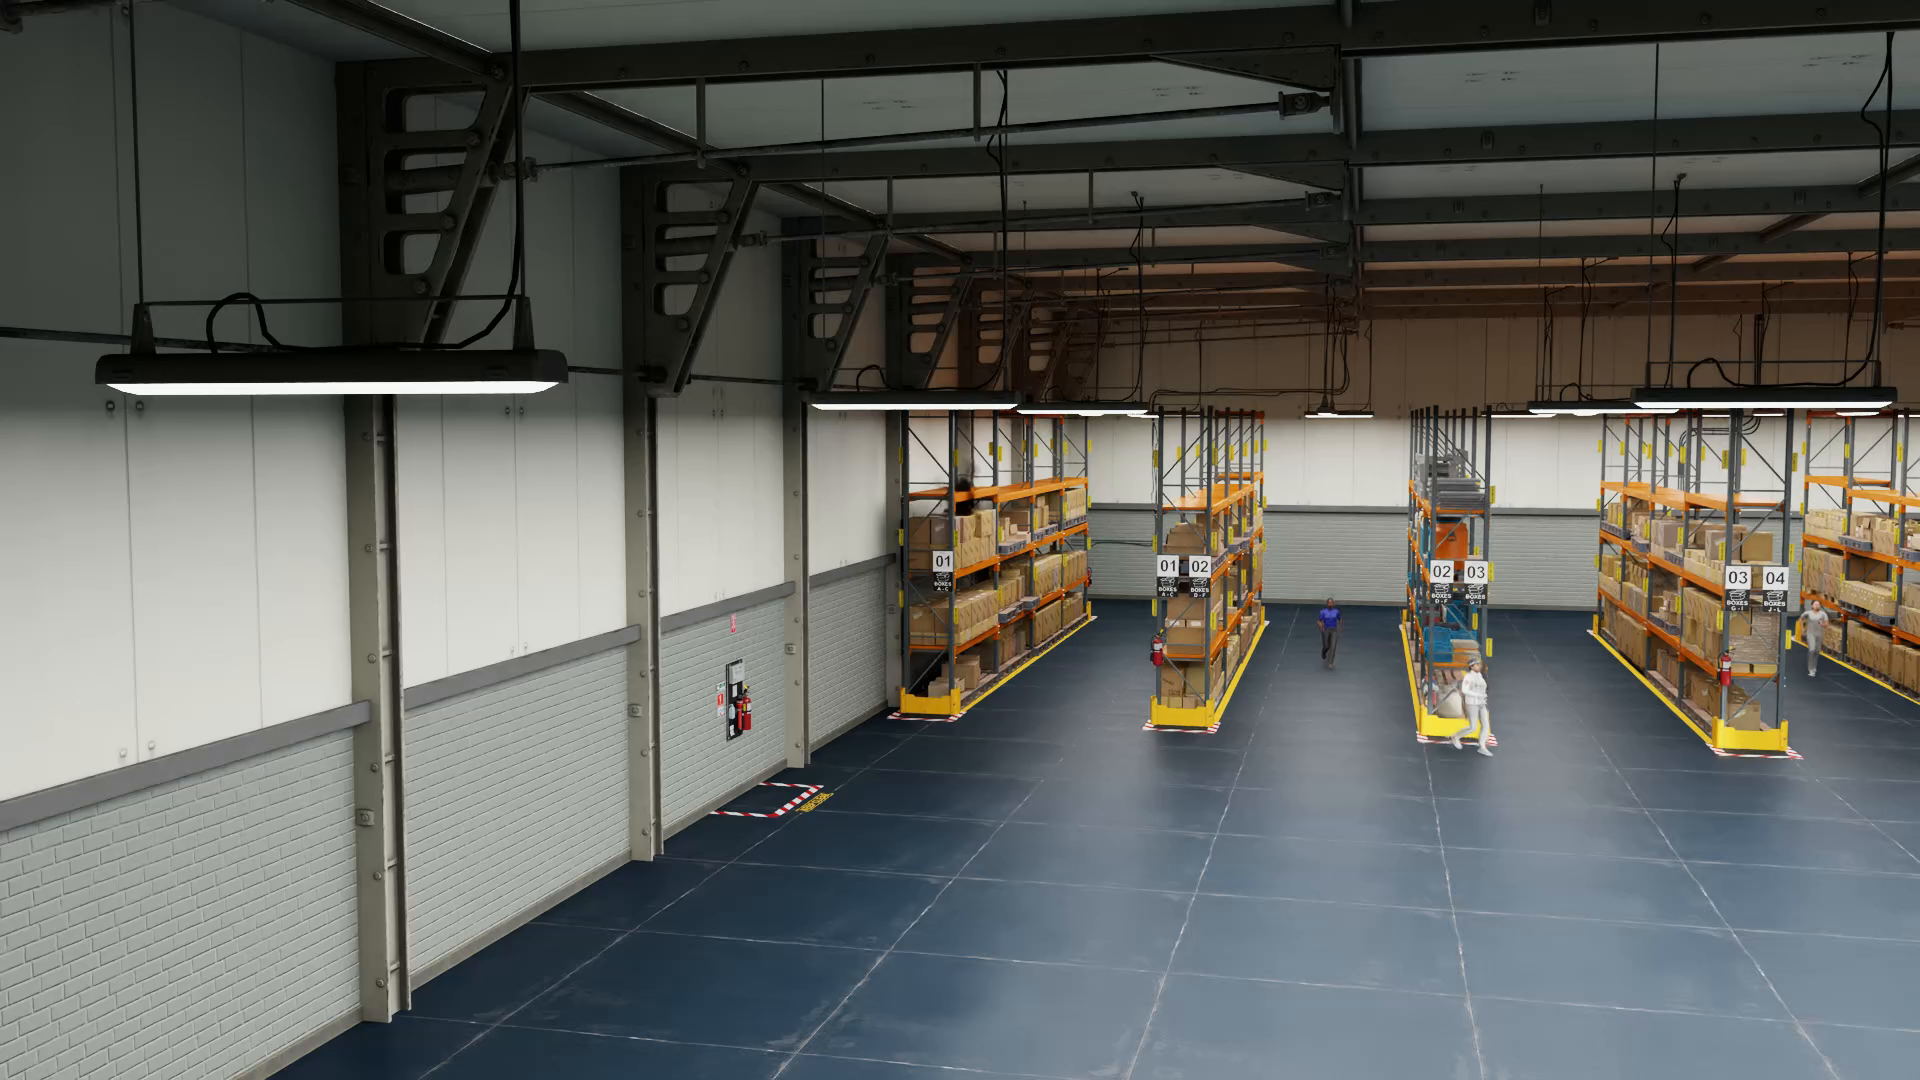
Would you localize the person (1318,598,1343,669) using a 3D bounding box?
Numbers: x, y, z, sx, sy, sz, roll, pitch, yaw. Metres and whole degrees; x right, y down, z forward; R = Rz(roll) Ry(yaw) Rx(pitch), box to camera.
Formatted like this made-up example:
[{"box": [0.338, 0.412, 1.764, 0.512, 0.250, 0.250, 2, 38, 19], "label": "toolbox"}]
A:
[{"box": [8.593, 2.156, 38.614, 0.565, 1.612, 0.773, 0, 4, 4], "label": "person"}]

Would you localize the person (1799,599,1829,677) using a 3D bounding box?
[{"box": [19.269, 2.193, 37.519, 0.537, 1.723, 0.768, 1, 4, 11], "label": "person"}]

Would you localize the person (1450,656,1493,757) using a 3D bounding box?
[{"box": [8.802, 2.837, 28.541, 0.614, 1.705, 0.743, -4, 5, -41], "label": "person"}]
